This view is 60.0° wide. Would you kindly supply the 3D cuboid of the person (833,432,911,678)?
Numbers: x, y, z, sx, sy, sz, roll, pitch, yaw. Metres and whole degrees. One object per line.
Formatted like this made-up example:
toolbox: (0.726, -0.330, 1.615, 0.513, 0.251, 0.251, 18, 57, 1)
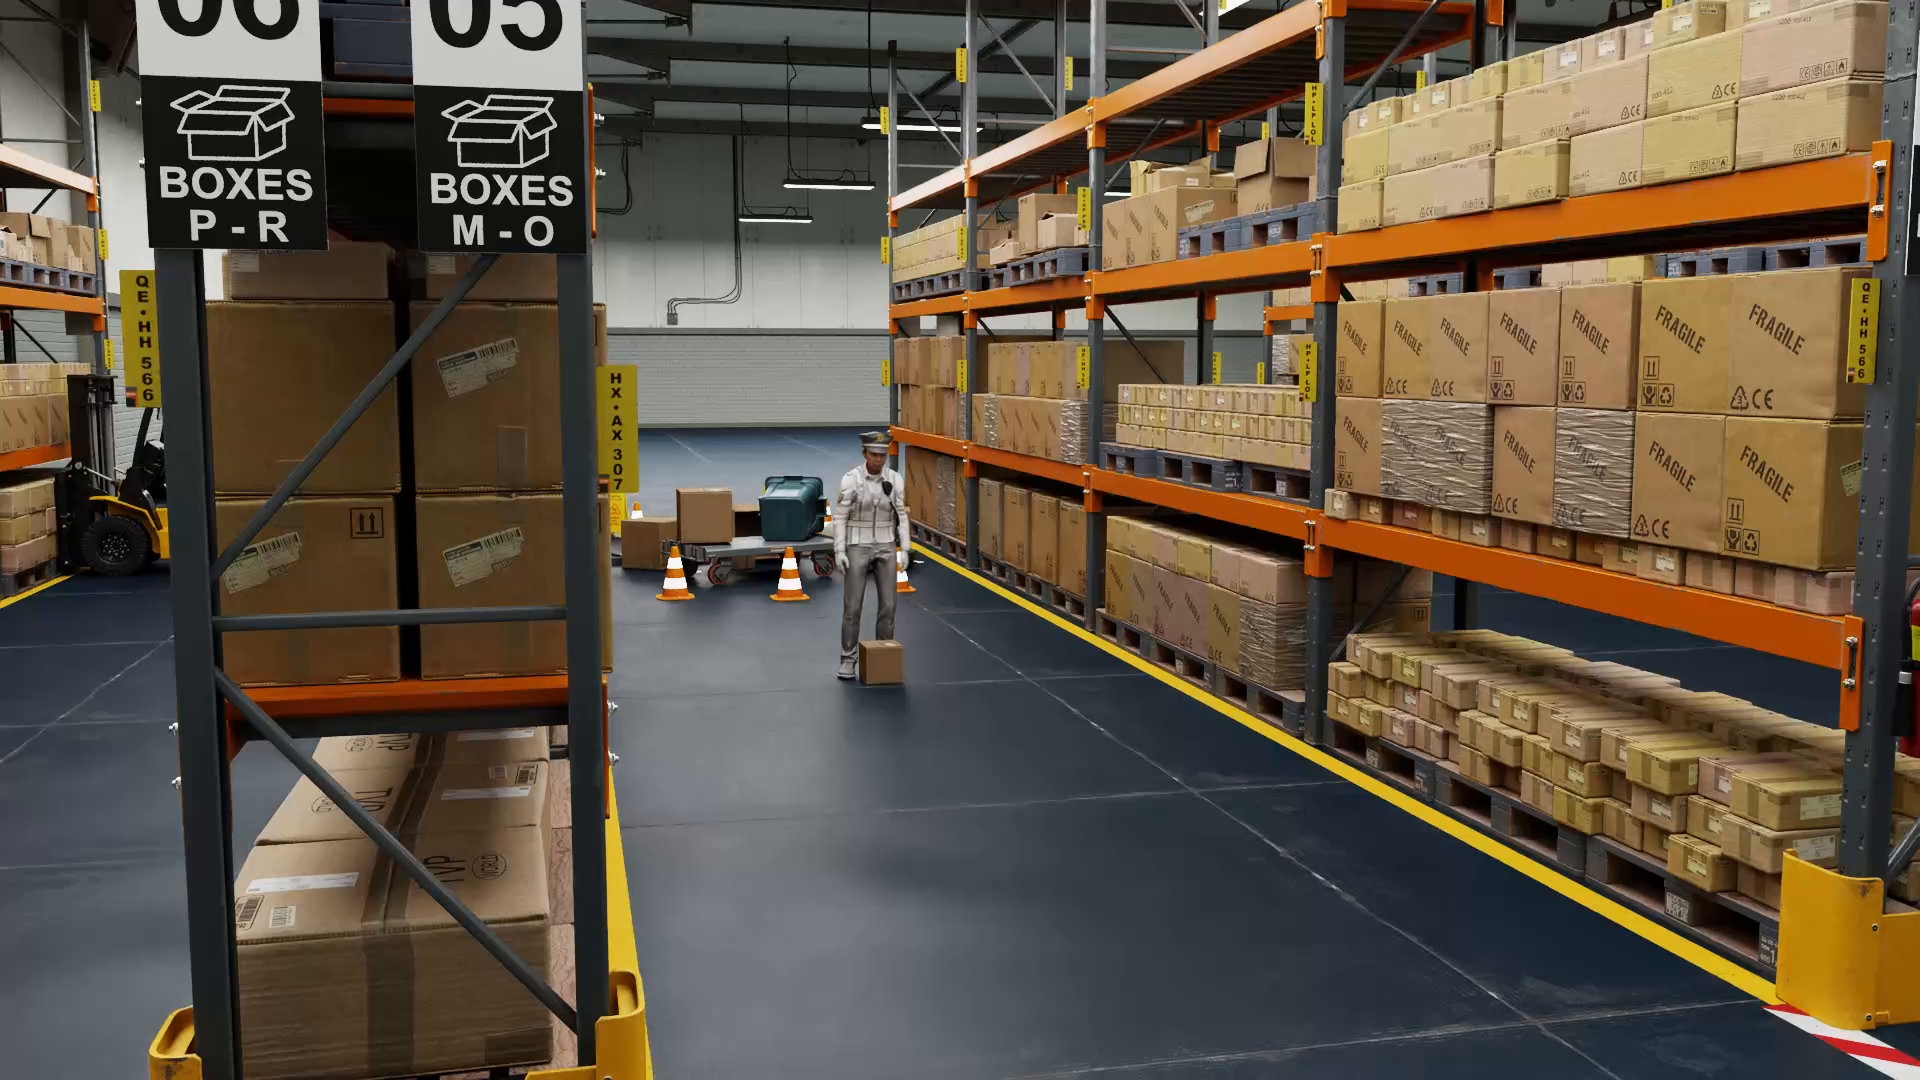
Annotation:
person: (-0.596, 0.093, 11.315, 0.532, 1.663, 0.378, -2, 6, -14)
